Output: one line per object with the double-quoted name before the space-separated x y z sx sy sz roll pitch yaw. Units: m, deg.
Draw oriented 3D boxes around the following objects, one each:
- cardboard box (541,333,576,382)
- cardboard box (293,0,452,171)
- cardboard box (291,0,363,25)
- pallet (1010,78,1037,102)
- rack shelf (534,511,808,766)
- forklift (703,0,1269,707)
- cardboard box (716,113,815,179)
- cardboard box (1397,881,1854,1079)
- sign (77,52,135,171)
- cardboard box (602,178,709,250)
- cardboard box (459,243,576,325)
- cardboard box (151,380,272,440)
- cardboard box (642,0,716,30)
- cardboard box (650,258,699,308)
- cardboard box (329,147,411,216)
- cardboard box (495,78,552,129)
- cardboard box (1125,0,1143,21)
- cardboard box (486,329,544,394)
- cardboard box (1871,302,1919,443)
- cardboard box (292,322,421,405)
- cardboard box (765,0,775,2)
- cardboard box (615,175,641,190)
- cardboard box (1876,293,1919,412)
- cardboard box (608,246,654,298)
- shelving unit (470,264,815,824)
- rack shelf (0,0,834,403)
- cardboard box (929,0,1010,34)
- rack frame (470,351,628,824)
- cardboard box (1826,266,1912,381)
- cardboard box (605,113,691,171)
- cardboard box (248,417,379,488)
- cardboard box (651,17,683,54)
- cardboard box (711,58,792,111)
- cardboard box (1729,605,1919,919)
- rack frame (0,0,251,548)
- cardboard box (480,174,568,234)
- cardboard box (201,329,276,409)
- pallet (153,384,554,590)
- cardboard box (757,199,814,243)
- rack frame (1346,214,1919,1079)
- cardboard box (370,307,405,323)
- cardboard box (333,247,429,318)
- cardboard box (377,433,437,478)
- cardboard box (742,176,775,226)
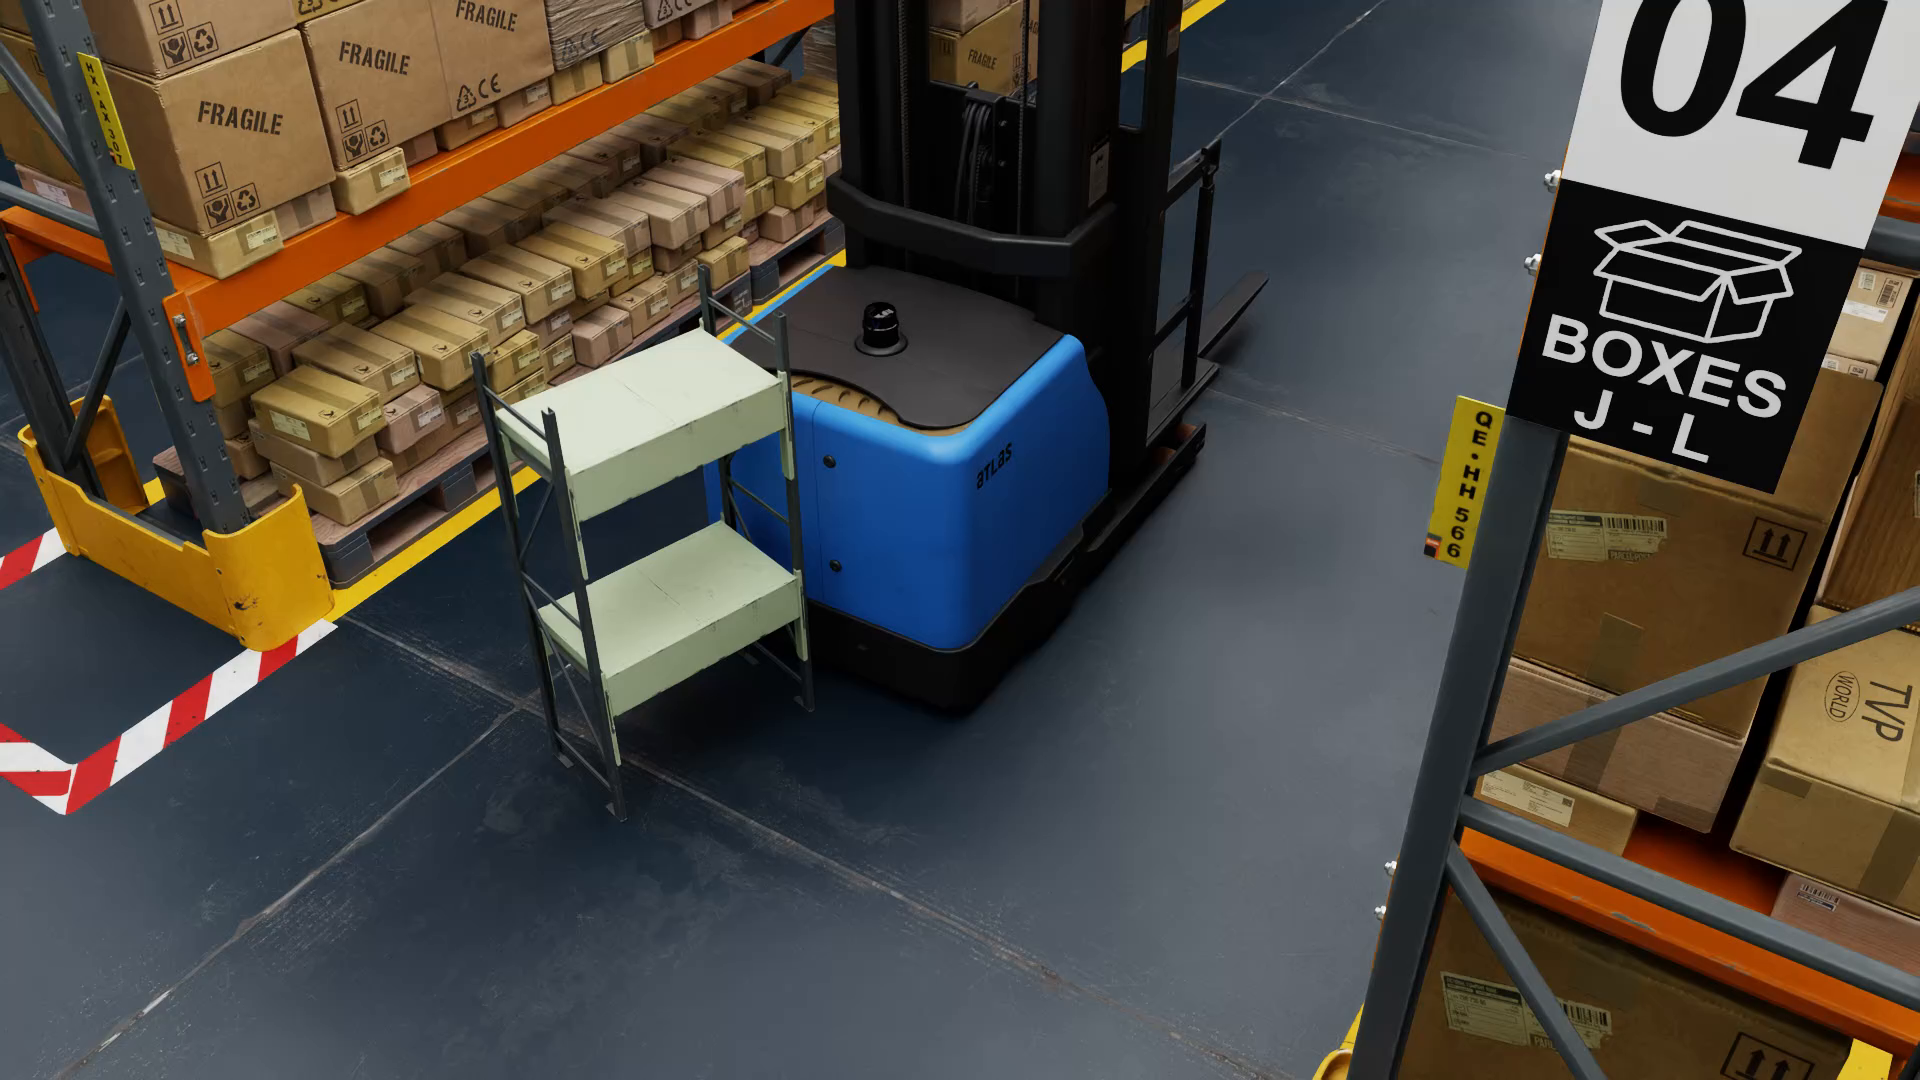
"cardboard box" -1.802 -0.779 6.795 0.380 0.149 0.250 21 42 25
"cardboard box" -2.097 -1.608 5.554 0.500 0.500 0.500 21 42 25
"cardboard box" -2.107 -1.986 5.225 0.500 0.500 0.500 22 43 26
"pallet" -0.278 -2.385 9.171 1.003 0.211 1.213 21 42 25
"rack shelf" -0.895 0.292 5.176 0.720 0.370 0.431 -29 46 -32
"forklift" 0.322 -1.491 5.784 1.130 2.935 3.031 20 42 24
"cardboard box" -0.895 -1.817 7.654 0.380 0.149 0.250 21 42 25
"cardboard box" 1.573 0.968 3.934 0.875 0.875 0.875 21 42 25
"sign" -2.378 -1.191 4.629 0.100 0.325 0.005 21 42 25
"cardboard box" -1.301 -1.396 7.107 0.380 0.149 0.250 20 42 24
"cardboard box" -1.760 -1.022 6.623 0.380 0.149 0.250 23 43 27
"cardboard box" -2.795 -0.546 6.249 0.380 0.149 0.250 20 42 24
"cardboard box" -1.261 -2.380 6.555 0.500 0.500 0.500 21 42 25
"cardboard box" -1.367 -1.165 7.296 0.380 0.149 0.250 22 43 26
"cardboard box" -2.095 -1.252 5.623 0.380 0.149 0.250 20 42 24
"cardboard box" -1.750 -1.680 6.178 0.380 0.149 0.250 20 42 24
"cardboard box" 0.767 -3.357 9.851 0.500 0.500 0.500 19 42 23
"cardboard box" -1.859 -0.742 6.503 0.380 0.149 0.250 23 43 26
"cardboard box" 2.323 -0.393 3.567 0.500 0.500 0.500 20 42 24
"cardboard box" -2.223 -0.639 6.126 0.380 0.149 0.250 22 43 26
"cardboard box" -0.889 -2.478 7.213 0.380 0.149 0.250 23 43 27
"cardboard box" -1.632 -1.591 7.605 0.380 0.149 0.250 23 43 27
"cardboard box" 2.603 -0.368 4.149 0.500 0.250 0.500 20 42 24
"cardboard box" -1.534 -1.199 7.096 0.380 0.149 0.250 23 43 27
"shelving unit" -0.895 0.034 4.977 0.755 1.500 0.431 -29 46 -32
"rack shelf" -1.765 -1.772 6.681 1.077 0.370 4.000 21 42 25
"cardboard box" -0.075 -2.856 8.587 0.500 0.250 0.500 19 42 23
"rack frame" -1.167 0.184 4.783 0.023 1.500 0.400 -29 46 -32
"cardboard box" 2.153 -0.540 4.373 0.500 0.250 0.500 21 42 25
"cardboard box" -1.465 -1.840 7.684 0.380 0.149 0.250 20 42 24
"cardboard box" -2.339 -0.367 6.017 0.380 0.149 0.250 23 43 27
"cardboard box" -1.349 -2.089 6.709 0.380 0.149 0.250 21 42 24
"cardboard box" -1.053 -2.251 8.217 0.380 0.149 0.250 23 43 27
"cardboard box" 1.783 0.431 3.113 0.500 0.250 0.500 20 42 24
"rack frame" -2.837 -1.026 5.124 1.000 3.000 0.127 21 42 25
"cardboard box" -1.912 -1.454 7.183 0.380 0.149 0.250 21 42 25
"cardboard box" -2.767 -0.654 6.146 0.380 0.149 0.250 22 43 26
"pallet" -2.331 -0.368 6.554 1.003 0.211 1.213 21 42 25
"cardboard box" -0.913 -1.548 7.792 0.380 0.149 0.250 20 42 24
"rack frame" 1.297 0.649 2.952 1.000 3.000 0.127 21 42 25
"cardboard box" -2.287 -0.920 6.734 0.380 0.149 0.250 21 42 25
"cardboard box" -2.360 -1.053 6.663 0.380 0.149 0.250 19 42 23
"cardboard box" -2.214 -0.390 6.290 0.380 0.149 0.250 21 42 25
"cardboard box" -1.074 -1.592 7.606 0.380 0.149 0.250 22 43 26
